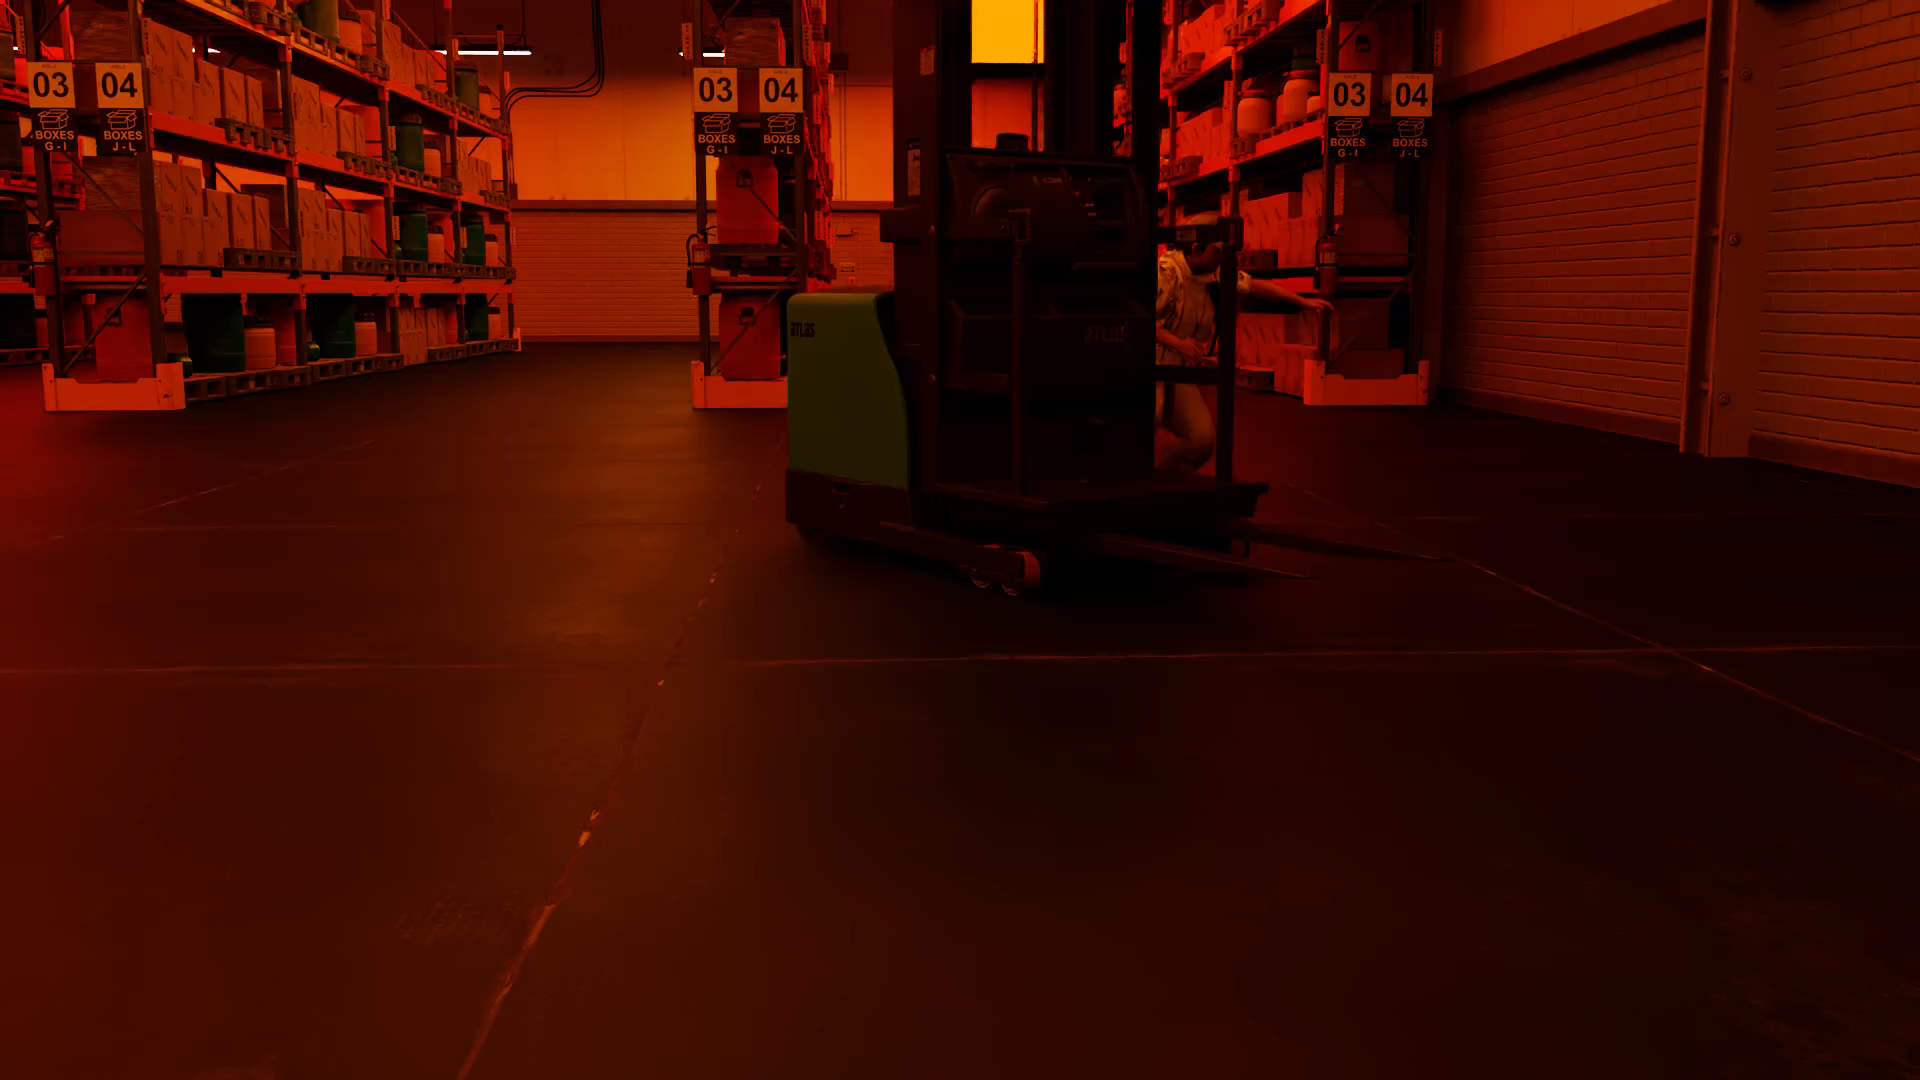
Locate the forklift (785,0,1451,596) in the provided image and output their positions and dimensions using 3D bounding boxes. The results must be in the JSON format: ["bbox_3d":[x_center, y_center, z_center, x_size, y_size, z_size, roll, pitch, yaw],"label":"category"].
[{"bbox_3d":[0.471,-1.327,6.269,1.130,2.935,3.031,-6,10,-34],"label":"forklift"}]

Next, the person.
[{"bbox_3d":[0.980,-0.775,7.591,1.359,1.411,0.834,-8,11,-42],"label":"person"}]
